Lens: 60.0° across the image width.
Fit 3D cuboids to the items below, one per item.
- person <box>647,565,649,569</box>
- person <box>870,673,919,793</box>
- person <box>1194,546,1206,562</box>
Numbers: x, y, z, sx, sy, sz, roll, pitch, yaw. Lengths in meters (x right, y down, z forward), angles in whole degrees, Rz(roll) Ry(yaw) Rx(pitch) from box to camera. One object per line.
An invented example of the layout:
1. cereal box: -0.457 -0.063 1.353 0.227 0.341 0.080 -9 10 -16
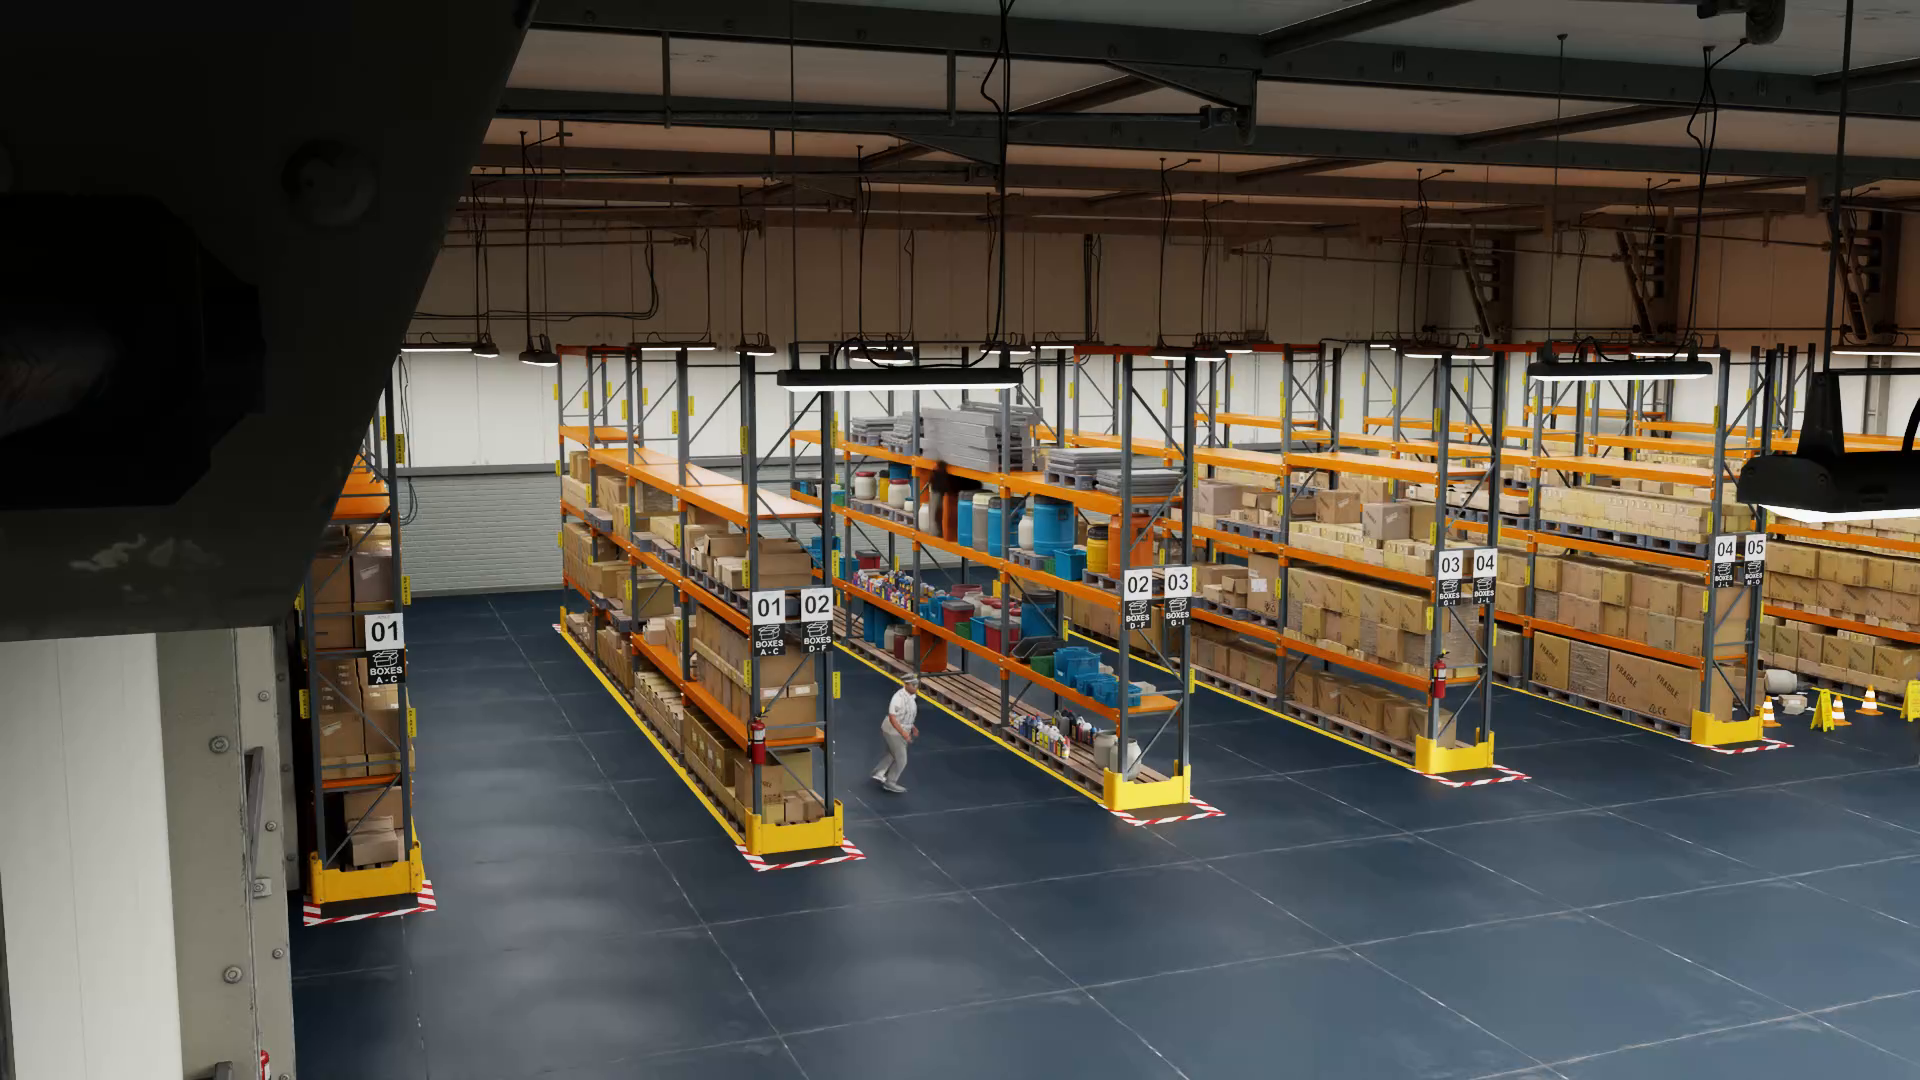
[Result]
1. person: -6.979 0.890 36.178 0.575 1.726 0.705 3 8 22
2. person: -0.915 2.623 22.766 0.793 1.702 0.663 2 8 17
3. person: 6.004 0.246 41.522 0.663 1.727 0.715 -3 8 -23
